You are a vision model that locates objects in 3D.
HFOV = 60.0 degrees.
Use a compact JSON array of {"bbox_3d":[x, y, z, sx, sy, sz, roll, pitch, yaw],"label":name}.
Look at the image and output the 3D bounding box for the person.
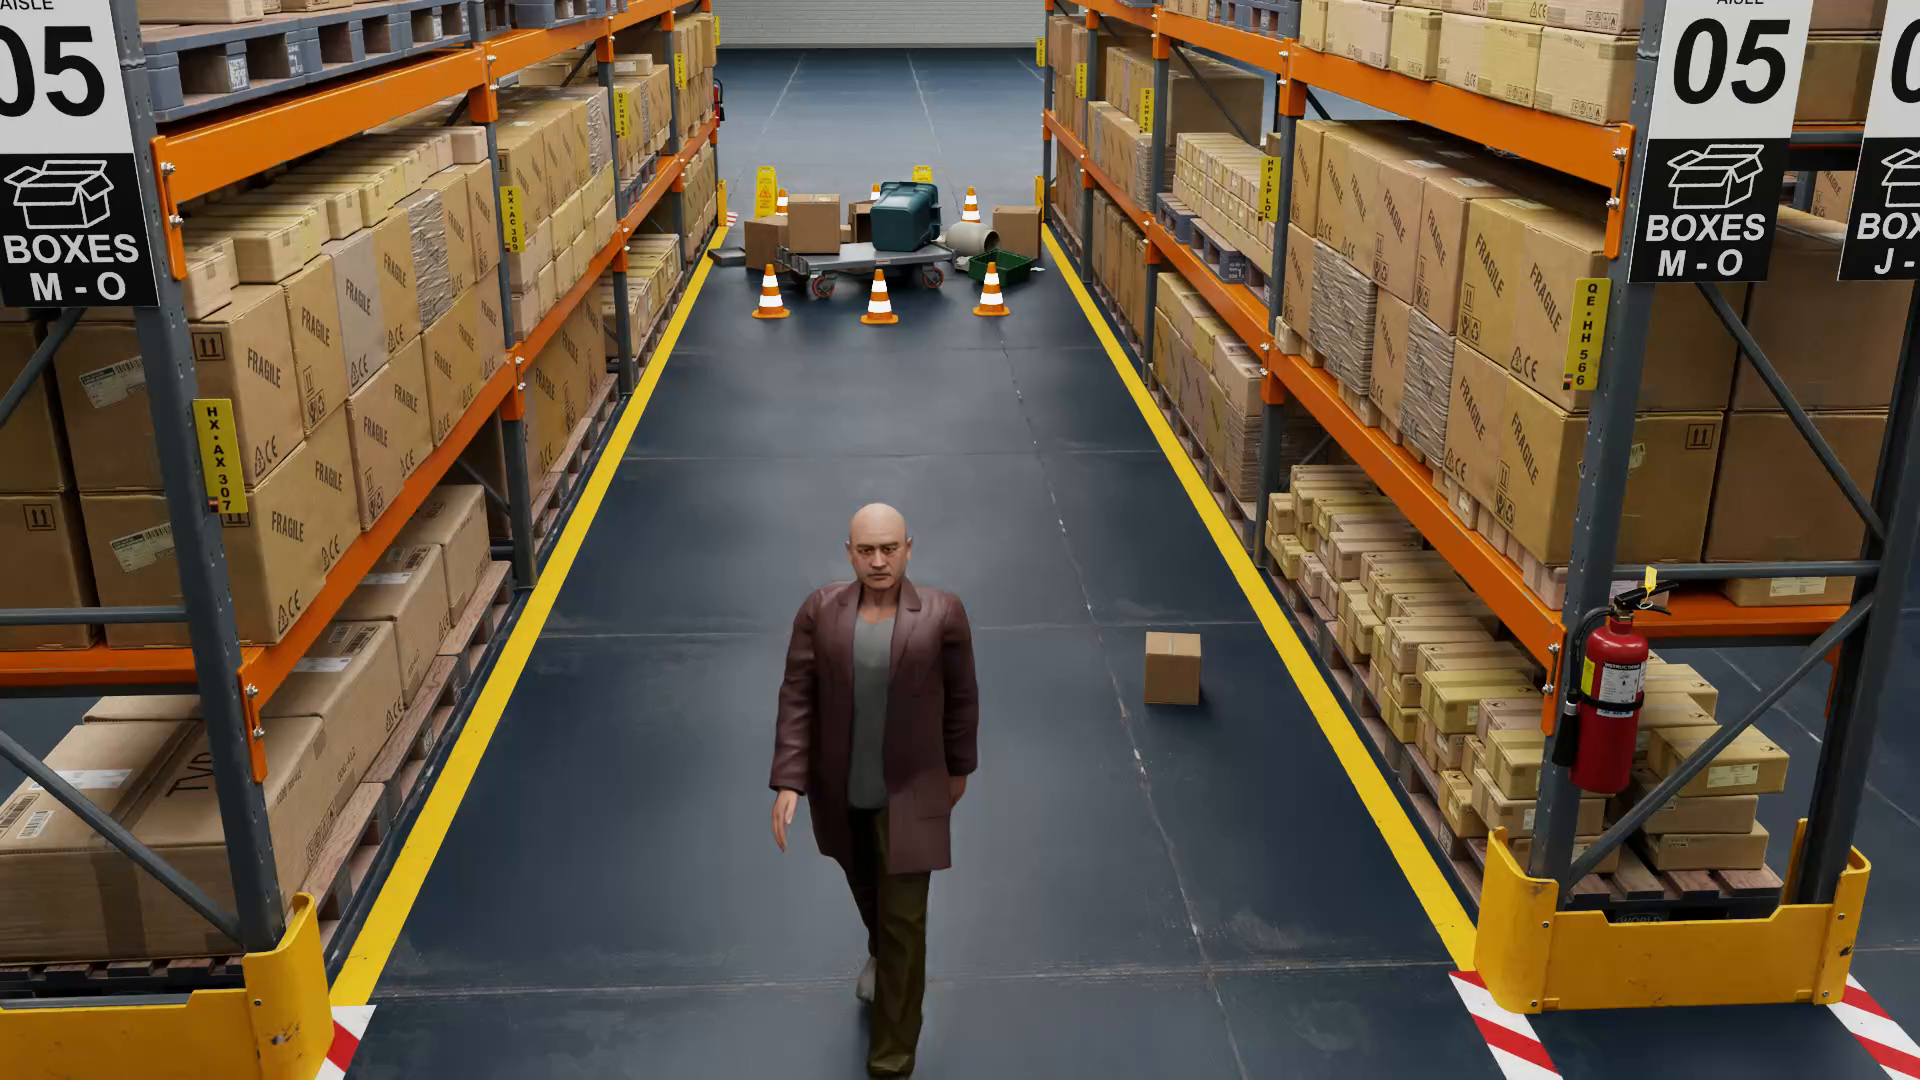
[{"bbox_3d":[-0.280,0.765,4.964,0.571,1.733,1.022,5,21,12],"label":"person"}]
